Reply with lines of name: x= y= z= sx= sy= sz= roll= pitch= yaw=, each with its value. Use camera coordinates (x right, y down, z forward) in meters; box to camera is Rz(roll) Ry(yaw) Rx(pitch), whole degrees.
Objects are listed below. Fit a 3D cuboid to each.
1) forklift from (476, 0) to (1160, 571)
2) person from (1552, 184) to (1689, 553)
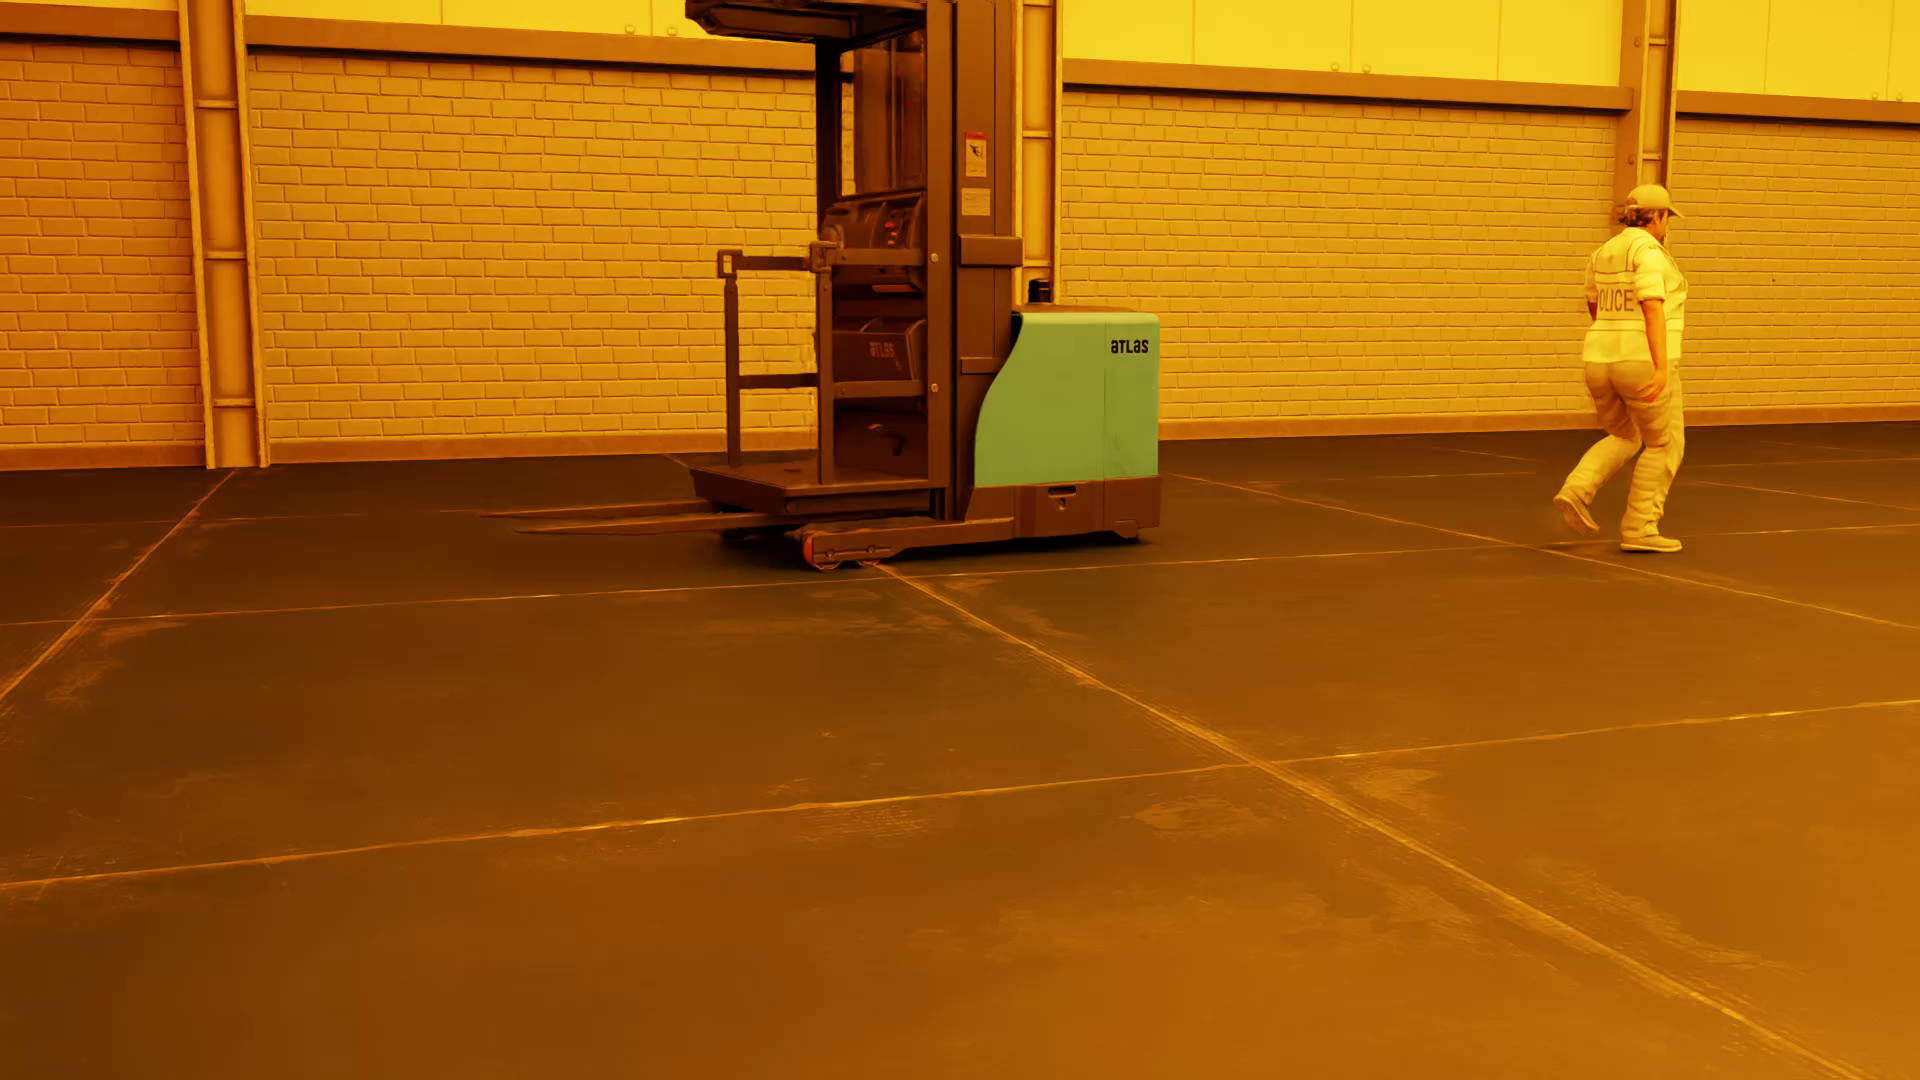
forklift: x=-0.584 y=-1.405 z=7.376 sx=3.031 sy=2.935 sz=1.130 roll=-5 pitch=9 yaw=-30
person: x=3.018 y=-0.769 z=7.504 sx=0.508 sy=1.646 sz=0.689 roll=-2 pitch=8 yaw=-17
